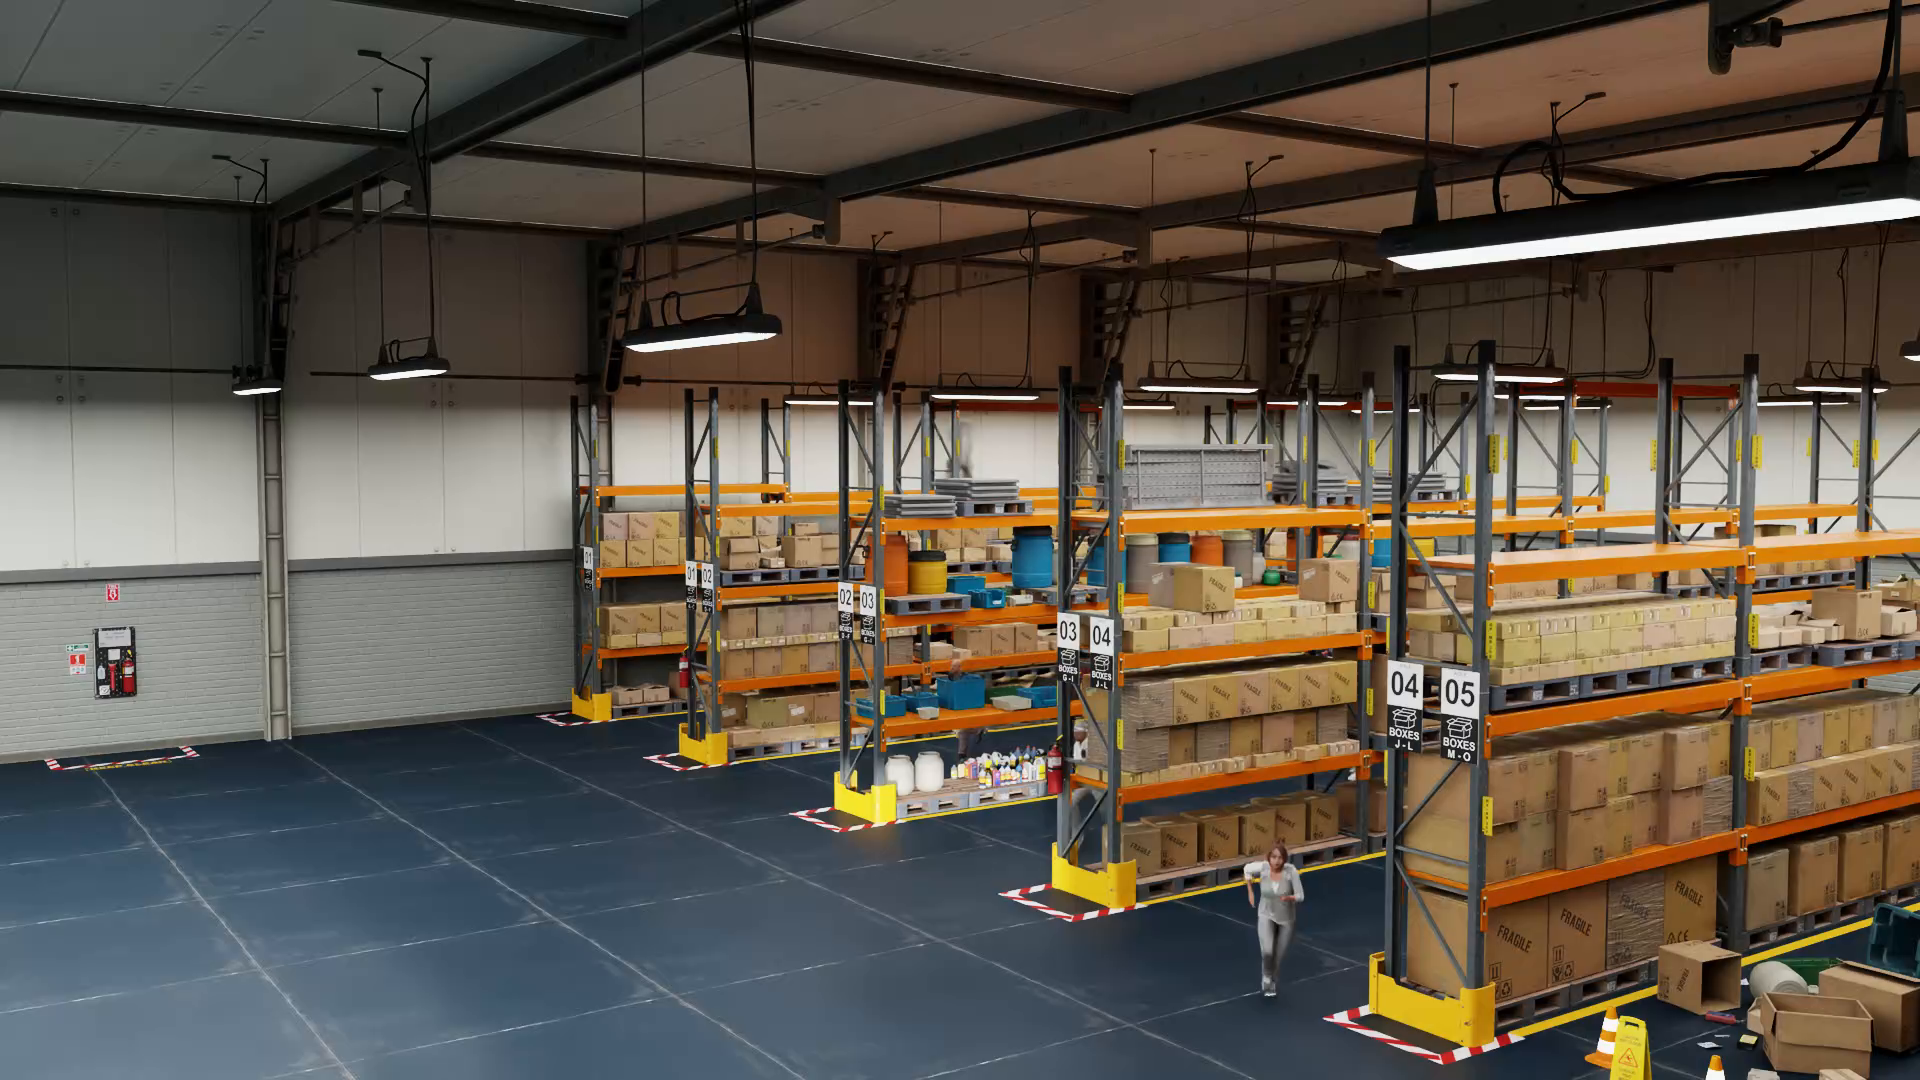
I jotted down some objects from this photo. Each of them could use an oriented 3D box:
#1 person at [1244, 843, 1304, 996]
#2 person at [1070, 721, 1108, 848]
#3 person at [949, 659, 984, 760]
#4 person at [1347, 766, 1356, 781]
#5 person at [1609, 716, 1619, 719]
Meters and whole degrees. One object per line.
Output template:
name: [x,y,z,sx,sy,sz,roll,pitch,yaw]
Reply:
person: [2.859,3.476,15.160,0.524,1.523,0.784,0,3,6]
person: [1.691,3.088,20.956,0.899,1.693,0.573,-3,5,-44]
person: [0.134,2.735,27.024,0.656,1.667,0.809,3,5,40]
person: [6.159,2.807,25.465,0.590,1.670,0.794,3,5,41]
person: [8.671,3.040,21.466,0.934,1.722,0.682,-3,4,-38]
